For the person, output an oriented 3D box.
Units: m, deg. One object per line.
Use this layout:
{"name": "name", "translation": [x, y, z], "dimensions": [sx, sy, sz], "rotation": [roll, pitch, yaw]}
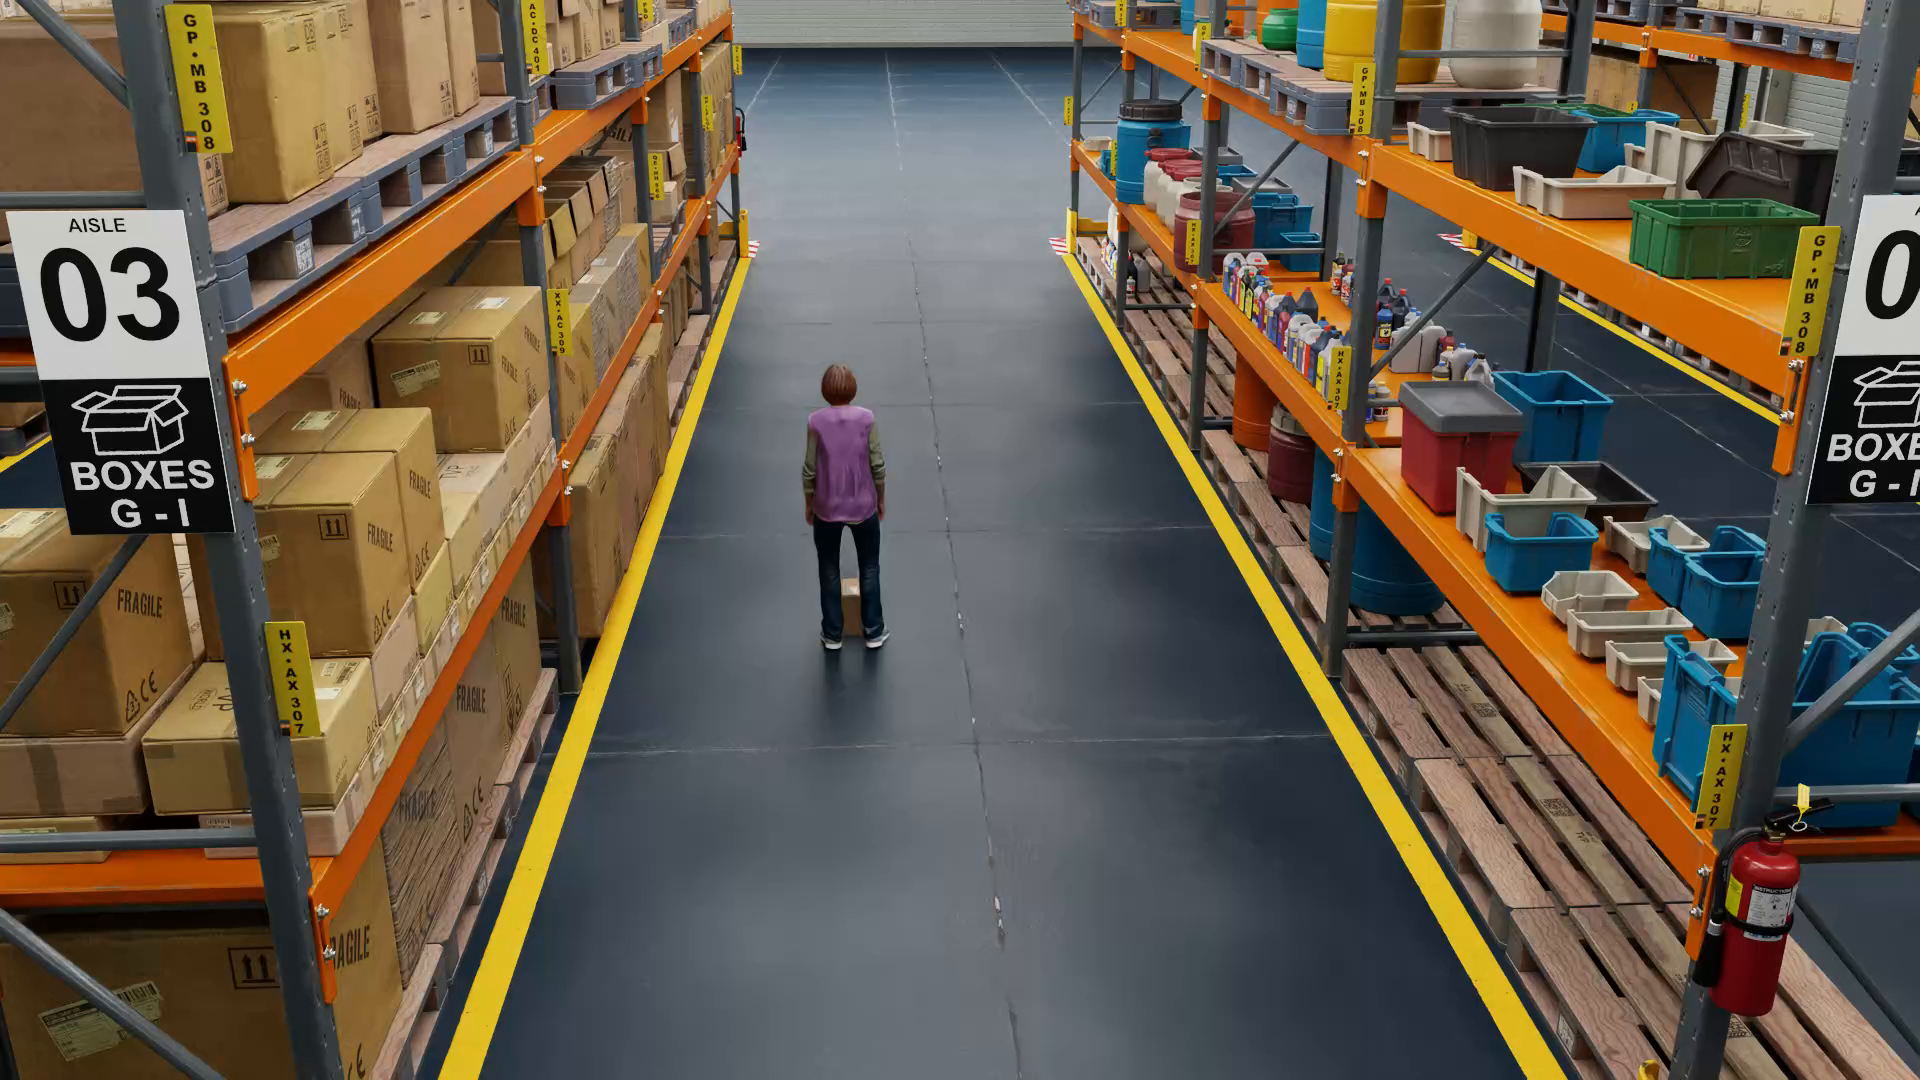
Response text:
{"name": "person", "translation": [-0.622, -0.154, 9.026], "dimensions": [0.462, 1.575, 0.341], "rotation": [-2, 21, -5]}
